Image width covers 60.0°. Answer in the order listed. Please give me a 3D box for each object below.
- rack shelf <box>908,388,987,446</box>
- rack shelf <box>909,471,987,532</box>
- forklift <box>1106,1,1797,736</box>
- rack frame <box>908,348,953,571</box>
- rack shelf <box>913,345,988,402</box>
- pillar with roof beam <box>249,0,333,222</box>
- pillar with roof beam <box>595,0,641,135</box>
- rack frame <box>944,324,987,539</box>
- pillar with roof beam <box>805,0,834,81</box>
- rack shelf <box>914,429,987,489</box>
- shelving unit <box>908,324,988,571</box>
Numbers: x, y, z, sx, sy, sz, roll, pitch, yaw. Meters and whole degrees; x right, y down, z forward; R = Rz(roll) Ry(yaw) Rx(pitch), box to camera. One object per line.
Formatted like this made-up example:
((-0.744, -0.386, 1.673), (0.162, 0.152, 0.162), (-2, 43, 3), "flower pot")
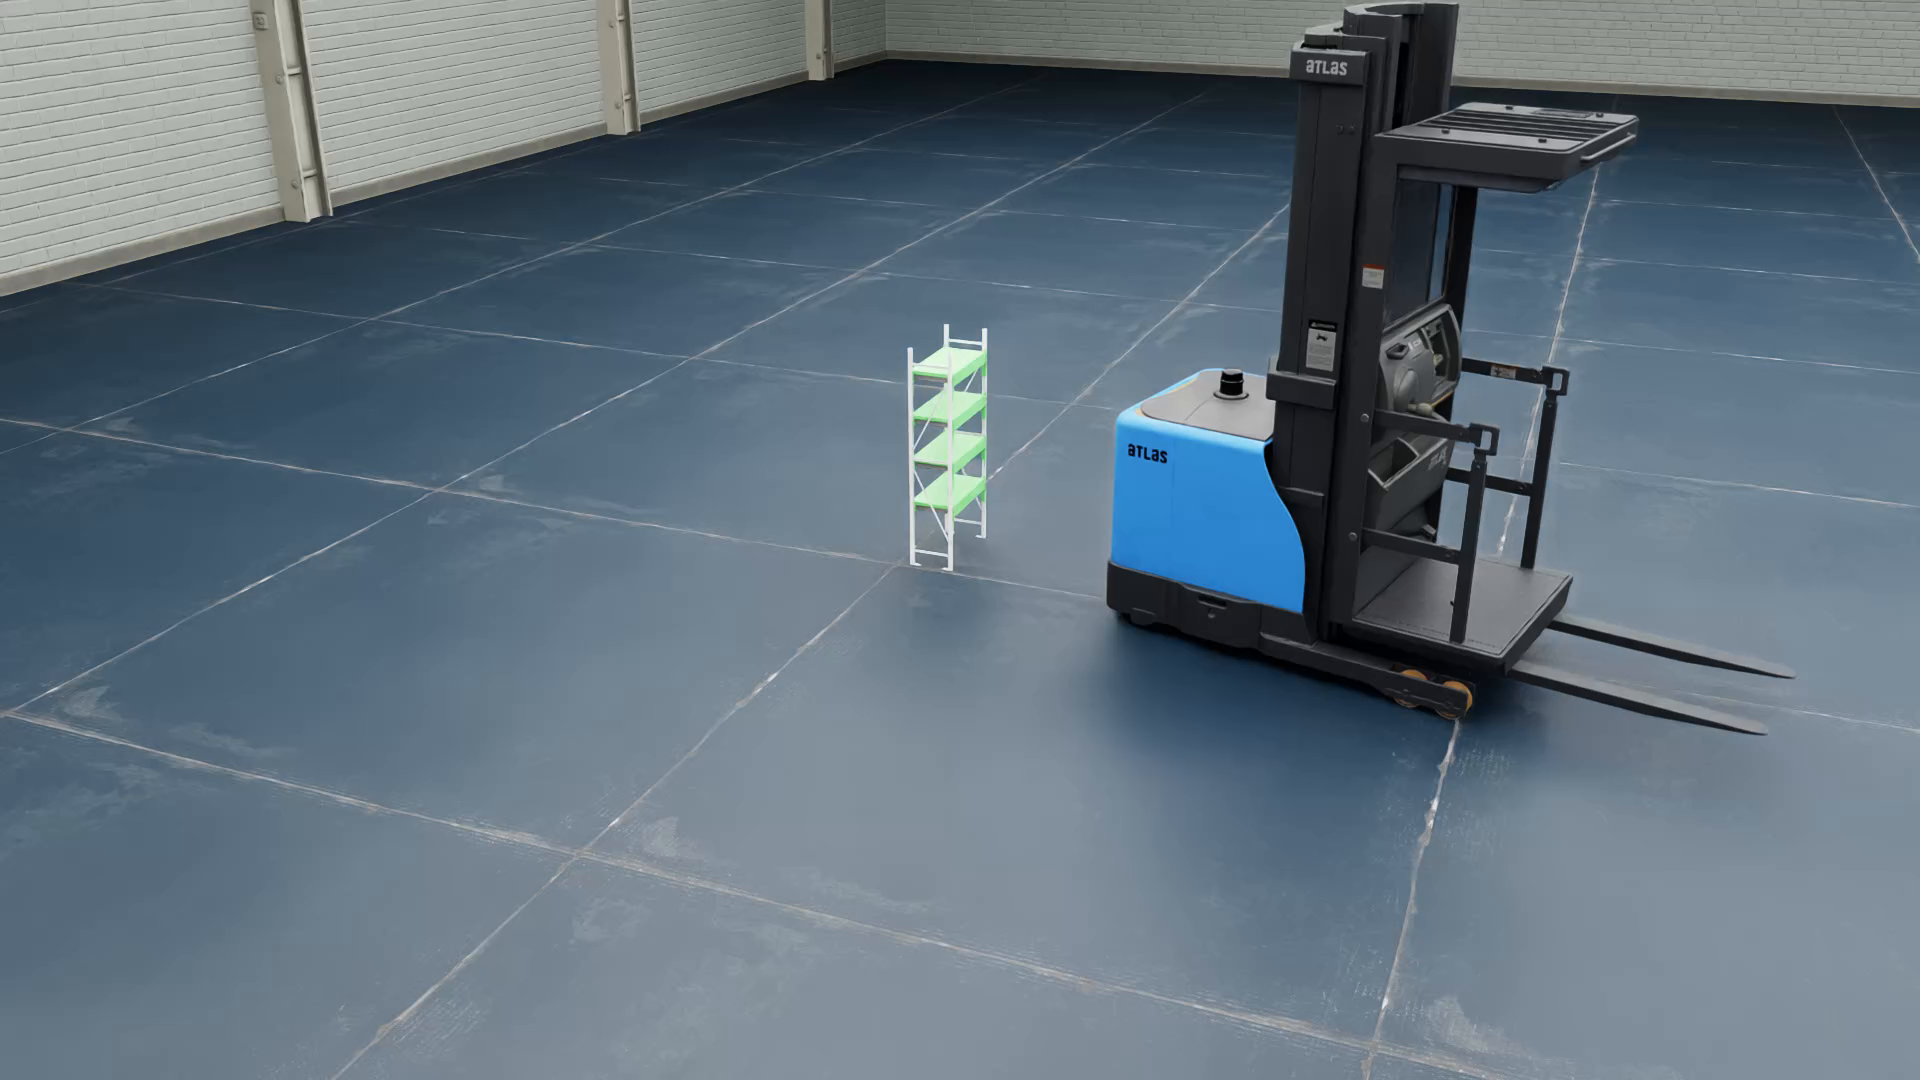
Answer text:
((-0.061, -0.657, 8.809), (0.258, 0.148, 0.480), (9, 24, 20), "rack shelf")
((-0.061, -0.214, 8.994), (0.258, 0.148, 0.480), (9, 24, 20), "rack shelf")
((2.232, -0.792, 7.343), (3.031, 2.935, 1.130), (15, 27, 32), "forklift")
((-0.152, -0.407, 8.668), (0.240, 1.200, 0.015), (9, 24, 20), "rack frame")
((-0.062, -0.878, 8.717), (0.258, 0.148, 0.480), (9, 24, 20), "rack shelf")
((-2.768, -6.884, 14.056), (9.100, 9.000, 0.400), (9, 24, 20), "pillar with roof beam")
((-0.539, -9.032, 19.197), (9.100, 9.000, 0.400), (9, 24, 20), "pillar with roof beam")
((0.029, -0.582, 9.086), (0.240, 1.200, 0.015), (9, 24, 20), "rack frame")
((1.689, -11.179, 24.337), (9.100, 9.000, 0.400), (9, 24, 20), "pillar with roof beam")
((-0.061, -0.435, 8.902), (0.258, 0.148, 0.480), (9, 24, 20), "rack shelf")
((-0.061, -0.494, 8.877), (0.258, 1.200, 0.503), (9, 24, 20), "shelving unit")
